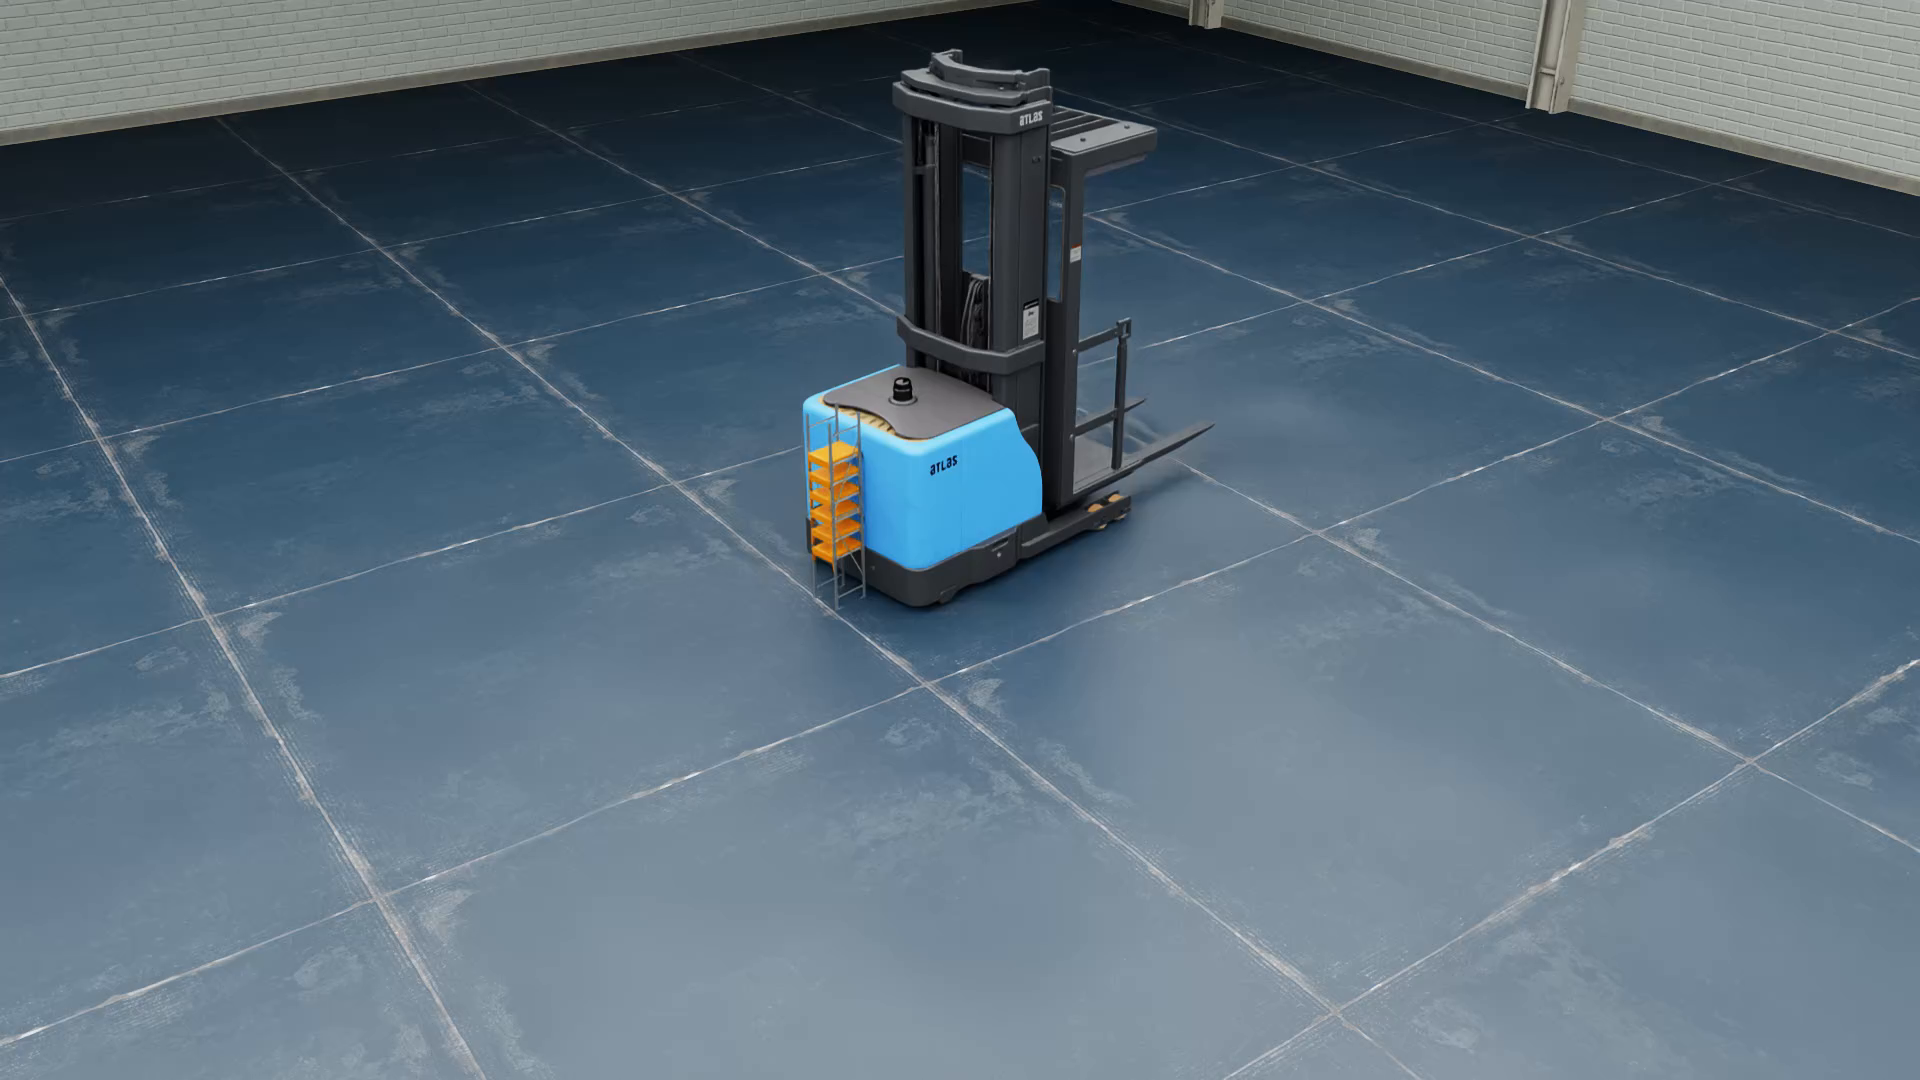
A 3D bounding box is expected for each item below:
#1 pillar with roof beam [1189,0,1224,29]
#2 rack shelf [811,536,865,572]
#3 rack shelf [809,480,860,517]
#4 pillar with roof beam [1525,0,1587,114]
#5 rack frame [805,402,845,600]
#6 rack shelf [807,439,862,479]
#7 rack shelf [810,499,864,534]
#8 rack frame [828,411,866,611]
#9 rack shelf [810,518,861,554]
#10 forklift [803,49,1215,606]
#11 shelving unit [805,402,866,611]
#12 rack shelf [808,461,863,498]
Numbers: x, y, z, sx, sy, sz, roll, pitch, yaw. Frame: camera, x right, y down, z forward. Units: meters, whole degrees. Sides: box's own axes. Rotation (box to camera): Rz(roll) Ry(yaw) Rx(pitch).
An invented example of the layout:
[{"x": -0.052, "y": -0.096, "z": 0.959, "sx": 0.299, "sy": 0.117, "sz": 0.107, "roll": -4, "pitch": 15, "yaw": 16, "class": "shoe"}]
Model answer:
[{"x": 0.083, "y": -10.290, "z": 19.995, "sx": 9.100, "sy": 9.000, "sz": 0.400, "roll": -19, "pitch": 34, "yaw": -31, "class": "pillar with roof beam"}, {"x": -0.709, "y": 0.067, "z": 9.692, "sx": 0.180, "sy": 0.103, "sz": 0.258, "roll": 25, "pitch": 37, "yaw": 37, "class": "rack shelf"}, {"x": -0.709, "y": -0.249, "z": 9.520, "sx": 0.180, "sy": 0.103, "sz": 0.258, "roll": 25, "pitch": 37, "yaw": 37, "class": "rack shelf"}, {"x": 3.564, "y": -7.957, "z": 15.700, "sx": 9.100, "sy": 9.000, "sz": 0.400, "roll": -19, "pitch": 34, "yaw": -31, "class": "pillar with roof beam"}, {"x": -0.775, "y": -0.213, "z": 9.612, "sx": 0.006, "sy": 1.200, "sz": 0.240, "roll": 25, "pitch": 37, "yaw": 37, "class": "rack frame"}, {"x": -0.709, "y": -0.460, "z": 9.405, "sx": 0.180, "sy": 0.103, "sz": 0.258, "roll": 25, "pitch": 37, "yaw": 37, "class": "rack shelf"}, {"x": -0.709, "y": -0.144, "z": 9.577, "sx": 0.180, "sy": 0.103, "sz": 0.258, "roll": 25, "pitch": 37, "yaw": 37, "class": "rack shelf"}, {"x": -0.643, "y": -0.153, "z": 9.501, "sx": 0.006, "sy": 1.200, "sz": 0.240, "roll": 25, "pitch": 37, "yaw": 37, "class": "rack frame"}, {"x": -0.709, "y": -0.038, "z": 9.635, "sx": 0.180, "sy": 0.103, "sz": 0.258, "roll": 25, "pitch": 37, "yaw": 37, "class": "rack shelf"}, {"x": 0.459, "y": -1.506, "z": 10.178, "sx": 3.031, "sy": 2.935, "sz": 1.130, "roll": -25, "pitch": 37, "yaw": -38, "class": "forklift"}, {"x": -0.709, "y": -0.183, "z": 9.556, "sx": 0.189, "sy": 1.200, "sz": 0.258, "roll": 25, "pitch": 37, "yaw": 37, "class": "shelving unit"}, {"x": -0.709, "y": -0.355, "z": 9.463, "sx": 0.180, "sy": 0.103, "sz": 0.258, "roll": 25, "pitch": 37, "yaw": 37, "class": "rack shelf"}]
